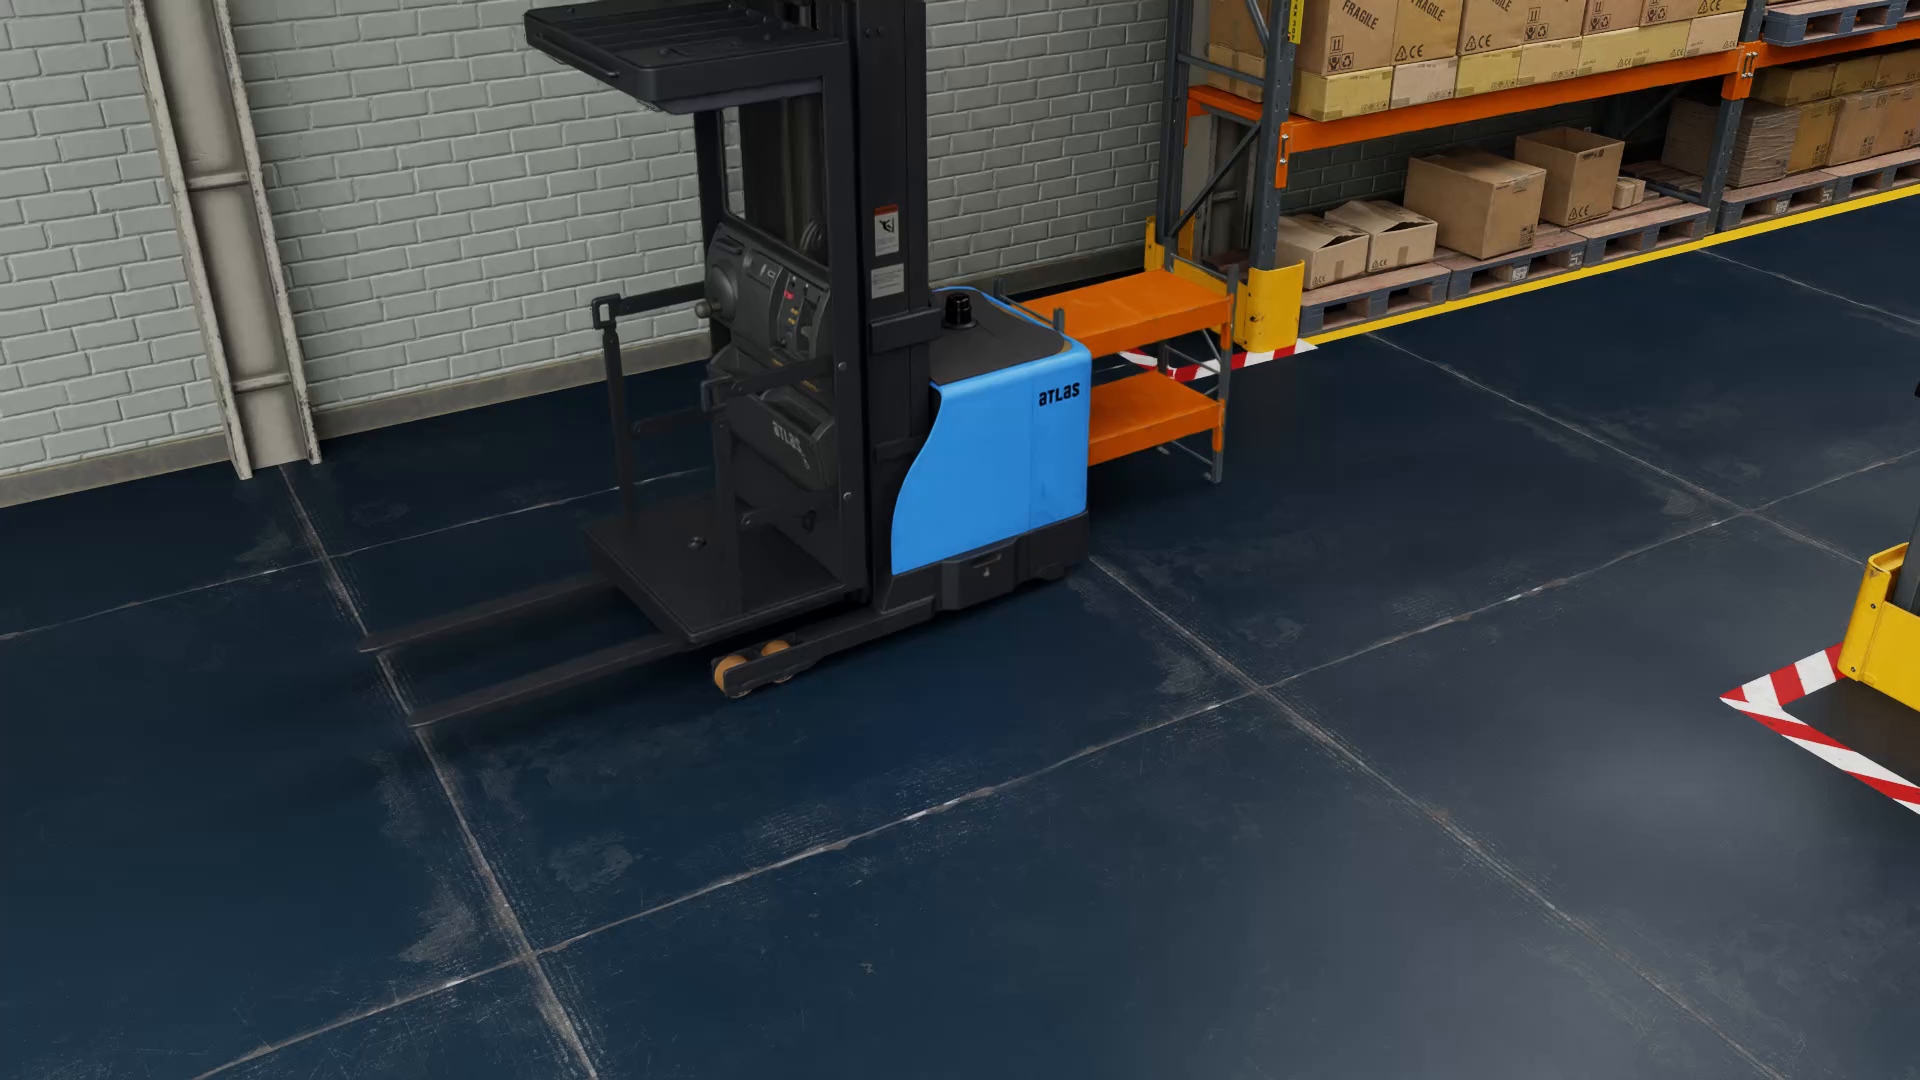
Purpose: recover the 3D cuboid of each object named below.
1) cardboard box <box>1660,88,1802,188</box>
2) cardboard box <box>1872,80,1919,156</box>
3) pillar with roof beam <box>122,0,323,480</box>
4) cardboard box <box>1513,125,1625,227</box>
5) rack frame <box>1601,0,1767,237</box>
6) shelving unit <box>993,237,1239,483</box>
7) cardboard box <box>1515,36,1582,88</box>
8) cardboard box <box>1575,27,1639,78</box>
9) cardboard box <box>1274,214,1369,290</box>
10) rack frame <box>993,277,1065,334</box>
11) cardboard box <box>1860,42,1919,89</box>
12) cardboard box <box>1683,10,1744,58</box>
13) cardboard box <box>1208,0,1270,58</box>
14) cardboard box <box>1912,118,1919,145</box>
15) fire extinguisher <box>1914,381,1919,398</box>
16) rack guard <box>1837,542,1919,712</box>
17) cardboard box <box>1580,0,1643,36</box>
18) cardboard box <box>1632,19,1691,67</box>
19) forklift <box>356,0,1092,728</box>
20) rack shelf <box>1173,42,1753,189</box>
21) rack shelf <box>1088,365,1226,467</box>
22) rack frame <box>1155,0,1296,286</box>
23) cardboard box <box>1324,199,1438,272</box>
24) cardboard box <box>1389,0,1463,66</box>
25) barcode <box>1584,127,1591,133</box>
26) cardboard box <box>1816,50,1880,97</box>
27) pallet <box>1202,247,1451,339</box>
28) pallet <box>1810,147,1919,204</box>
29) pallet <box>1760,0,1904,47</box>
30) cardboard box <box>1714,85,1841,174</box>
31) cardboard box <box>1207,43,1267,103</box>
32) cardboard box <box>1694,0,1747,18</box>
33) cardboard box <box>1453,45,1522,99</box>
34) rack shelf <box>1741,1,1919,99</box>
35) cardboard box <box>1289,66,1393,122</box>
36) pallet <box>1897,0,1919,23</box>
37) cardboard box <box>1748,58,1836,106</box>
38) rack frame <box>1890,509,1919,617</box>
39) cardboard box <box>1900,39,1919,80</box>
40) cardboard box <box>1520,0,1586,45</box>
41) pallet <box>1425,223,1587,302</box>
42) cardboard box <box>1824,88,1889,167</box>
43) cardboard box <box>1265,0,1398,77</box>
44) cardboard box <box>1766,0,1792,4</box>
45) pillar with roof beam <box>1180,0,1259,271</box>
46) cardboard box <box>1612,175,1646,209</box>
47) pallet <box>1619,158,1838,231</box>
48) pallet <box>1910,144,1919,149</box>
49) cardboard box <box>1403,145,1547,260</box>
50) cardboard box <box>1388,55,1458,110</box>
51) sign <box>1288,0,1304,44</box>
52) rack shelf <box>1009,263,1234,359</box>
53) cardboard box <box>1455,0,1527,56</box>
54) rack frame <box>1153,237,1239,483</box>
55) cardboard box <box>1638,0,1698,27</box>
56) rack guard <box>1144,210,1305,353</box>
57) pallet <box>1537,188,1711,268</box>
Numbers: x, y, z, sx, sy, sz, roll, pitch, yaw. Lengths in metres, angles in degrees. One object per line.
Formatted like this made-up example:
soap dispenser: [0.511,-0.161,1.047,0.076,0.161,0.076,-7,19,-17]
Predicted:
cardboard box: [5.589,-2.927,12.080,0.500,0.500,0.700,-15,32,-25]
cardboard box: [6.900,-3.310,12.774,0.500,0.500,0.700,-16,33,-27]
pillar with roof beam: [-1.313,-2.558,3.072,0.400,9.000,9.100,-16,33,-26]
cardboard box: [4.088,-2.469,11.251,0.500,0.500,0.500,-19,34,-30]
rack frame: [4.963,-3.641,11.244,0.127,3.000,1.000,-16,33,-26]
shelving unit: [0.726,-0.741,7.929,1.048,1.125,0.538,-18,34,-29]
cardboard box: [3.415,-2.971,10.163,0.500,0.250,0.500,-16,32,-26]
cardboard box: [3.848,-3.094,10.387,0.500,0.250,0.500,-16,33,-27]
cardboard box: [2.156,-1.809,10.252,0.500,0.311,0.500,-20,35,-32]
rack frame: [0.304,-0.604,7.681,0.032,1.125,0.500,-18,34,-29]
cardboard box: [6.853,-3.608,12.538,0.500,0.250,0.500,-16,33,-27]
cardboard box: [4.708,-3.342,10.836,0.500,0.250,0.500,-16,33,-26]
cardboard box: [1.813,-3.138,9.689,0.500,0.500,0.500,-16,33,-27]
cardboard box: [7.314,-3.443,13.016,0.500,0.500,0.700,-16,33,-26]
fire extinguisher: [3.690,-0.730,6.049,0.183,0.674,0.296,-16,33,-26]
rack guard: [4.006,0.501,6.325,0.348,0.500,1.175,-16,33,-26]
cardboard box: [3.845,-3.425,10.210,0.500,0.500,0.500,-17,33,-28]
cardboard box: [4.274,-3.224,10.621,0.500,0.250,0.500,-16,33,-26]
forklift: [-0.935,-0.947,6.433,3.031,2.935,1.130,-18,34,-29]
rack shelf: [3.239,-2.837,10.530,4.000,0.370,1.077,-16,33,-26]
rack shelf: [0.726,-0.527,8.047,1.000,0.278,0.538,-18,34,-29]
rack frame: [1.514,-2.662,9.469,0.127,3.000,1.000,-16,33,-26]
cardboard box: [2.648,-1.949,10.505,0.500,0.311,0.500,-13,31,-22]
cardboard box: [2.509,-3.042,9.516,0.500,0.500,0.500,-16,33,-26]
barcode: [4.376,-2.847,11.606,0.075,0.075,0.001,-16,33,-26]
cardboard box: [6.414,-3.493,12.331,0.500,0.250,0.500,-17,33,-28]
pallet: [2.298,-1.644,10.511,1.213,0.211,1.003,-16,33,-26]
pallet: [6.686,-2.912,12.809,1.213,0.211,1.003,-16,33,-26]
pallet: [5.696,-3.684,11.519,1.213,0.211,1.003,-16,33,-26]
cardboard box: [6.009,-3.074,12.347,0.500,0.500,0.700,-17,33,-27]
cardboard box: [1.819,-2.800,9.855,0.500,0.250,0.500,-15,32,-26]
cardboard box: [4.712,-3.668,10.651,0.500,0.500,0.500,-16,33,-26]
cardboard box: [2.978,-2.848,9.940,0.500,0.250,0.500,-16,33,-27]
rack shelf: [6.687,-3.816,12.305,4.000,0.370,1.077,-16,33,-26]
cardboard box: [2.096,-2.592,9.478,0.500,0.250,0.500,-17,33,-28]
pallet: [6.726,-4.035,12.155,1.213,0.211,1.003,-16,33,-26]
cardboard box: [5.967,-3.364,12.097,0.500,0.250,0.500,-17,33,-27]
rack frame: [4.027,-0.599,5.732,0.127,3.000,1.000,-16,33,-26]
cardboard box: [7.294,-3.736,12.770,0.500,0.250,0.500,-15,32,-25]
cardboard box: [3.397,-3.297,9.979,0.500,0.500,0.500,-15,32,-25]
pallet: [3.349,-1.941,11.048,1.213,0.211,1.003,-16,33,-26]
cardboard box: [6.470,-3.182,12.543,0.500,0.500,0.700,-15,32,-26]
cardboard box: [2.078,-2.925,9.305,0.500,0.500,0.500,-16,33,-26]
cardboard box: [5.419,-3.988,11.313,0.500,0.500,0.700,-16,33,-26]
pillar with roof beam: [3.860,-4.027,5.734,0.400,9.000,9.100,-16,33,-26]
cardboard box: [4.517,-2.450,11.562,0.250,0.166,0.380,-21,35,-33]
pallet: [5.633,-2.612,12.264,1.213,0.211,1.003,-16,33,-26]
pallet: [7.737,-3.209,13.346,1.213,0.211,1.003,-16,33,-26]
cardboard box: [3.306,-2.191,10.747,0.500,0.500,0.700,-18,34,-29]
cardboard box: [2.536,-2.725,9.719,0.500,0.250,0.500,-17,33,-28]
sign: [1.789,-2.815,8.851,0.005,0.325,0.100,-16,33,-26]
rack shelf: [0.726,-0.998,7.788,1.000,0.278,0.538,-18,34,-29]
cardboard box: [2.958,-3.166,9.741,0.500,0.500,0.500,-17,33,-28]
rack frame: [1.148,-0.878,8.178,0.032,1.125,0.500,-18,34,-29]
cardboard box: [4.285,-3.544,10.425,0.500,0.500,0.500,-16,33,-27]
rack guard: [1.580,-1.586,10.107,0.348,0.500,1.175,-16,33,-26]
pallet: [4.402,-2.241,11.593,1.213,0.211,1.003,-16,33,-26]
